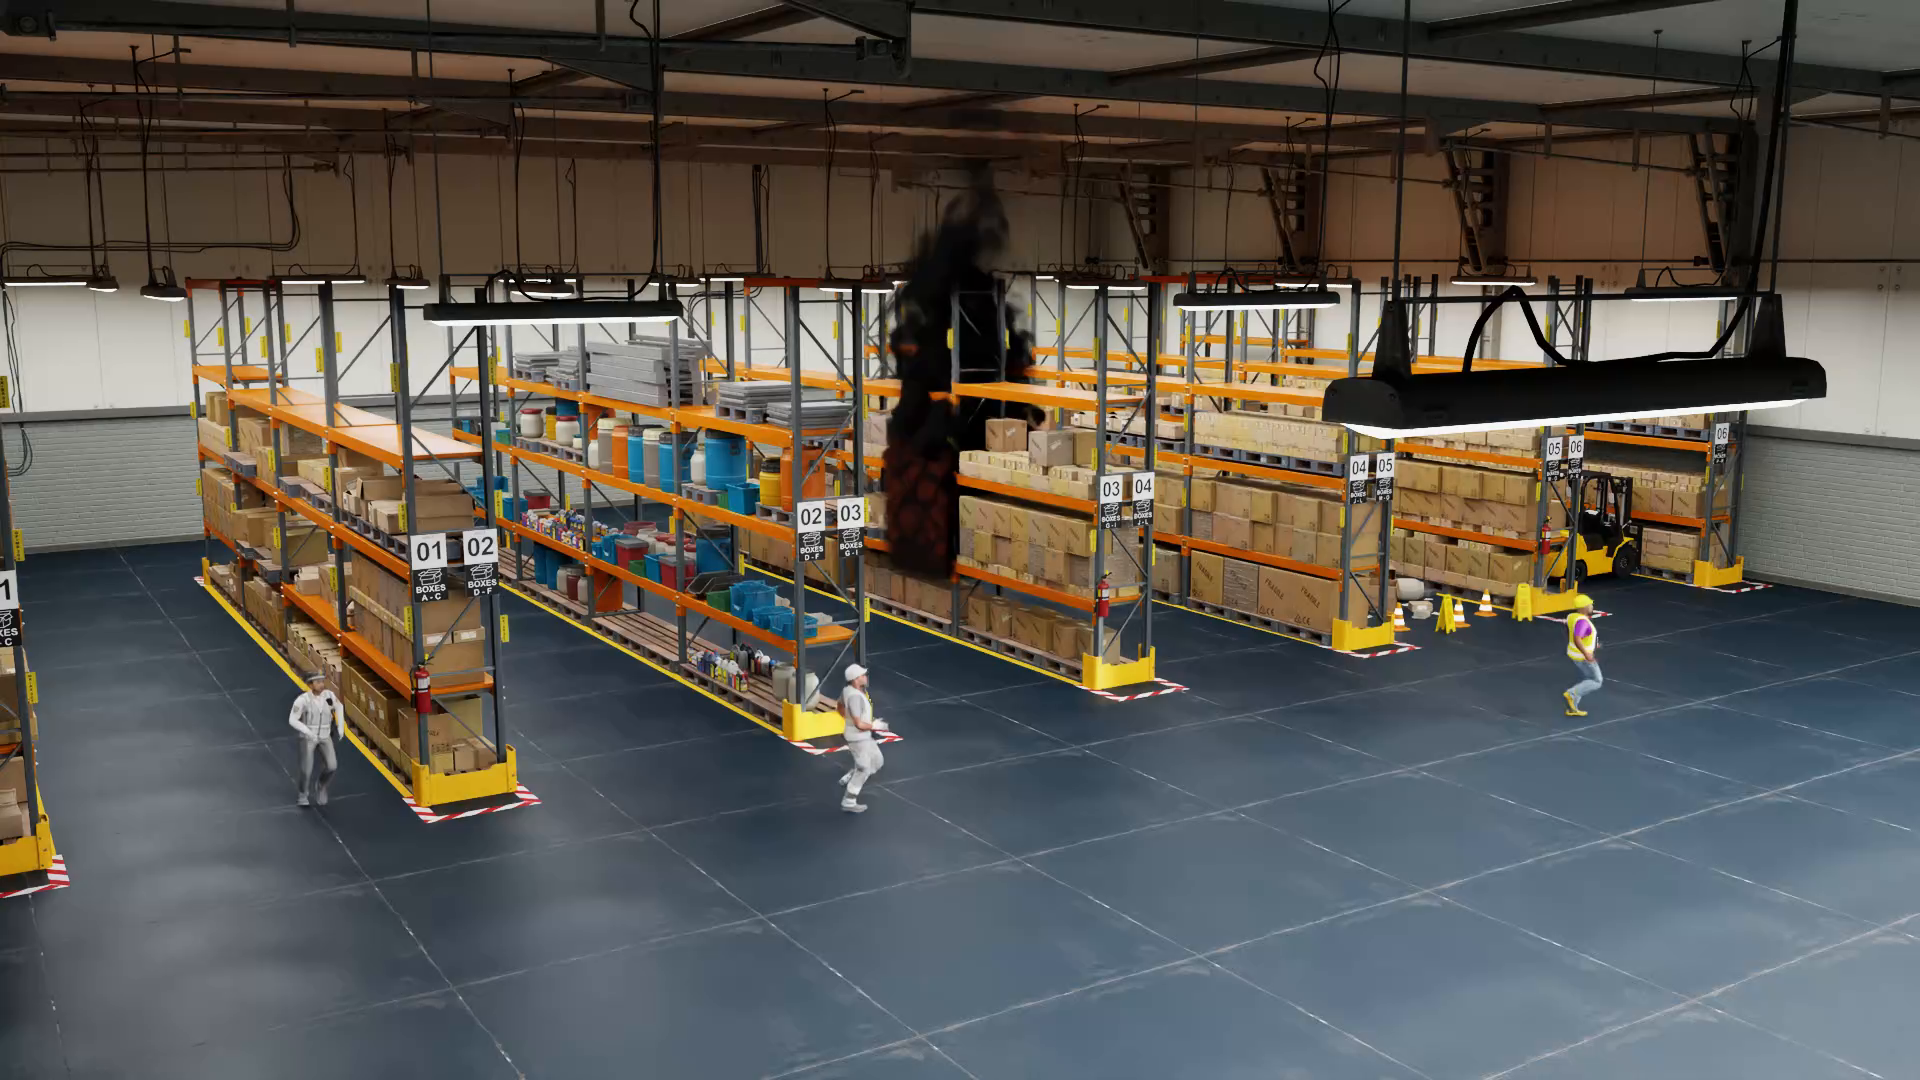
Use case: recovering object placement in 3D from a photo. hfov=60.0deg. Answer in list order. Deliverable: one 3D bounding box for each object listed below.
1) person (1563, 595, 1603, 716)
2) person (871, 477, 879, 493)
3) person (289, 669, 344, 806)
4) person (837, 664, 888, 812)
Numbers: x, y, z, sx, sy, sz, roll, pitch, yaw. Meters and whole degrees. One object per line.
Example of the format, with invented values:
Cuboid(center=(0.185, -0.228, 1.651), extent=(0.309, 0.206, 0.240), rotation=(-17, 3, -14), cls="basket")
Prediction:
Cuboid(center=(8.703, 1.617, 23.214), extent=(0.576, 1.720, 0.698), rotation=(0, 10, 0), cls="person")
Cuboid(center=(-2.280, -1.532, 42.165), extent=(0.762, 1.700, 0.618), rotation=(2, 10, 13), cls="person")
Cuboid(center=(-7.449, 2.299, 19.348), extent=(0.674, 1.645, 0.590), rotation=(-7, 12, -37), cls="person")
Cuboid(center=(-1.122, 2.279, 19.194), extent=(0.577, 1.744, 0.649), rotation=(-1, 10, -6), cls="person")
